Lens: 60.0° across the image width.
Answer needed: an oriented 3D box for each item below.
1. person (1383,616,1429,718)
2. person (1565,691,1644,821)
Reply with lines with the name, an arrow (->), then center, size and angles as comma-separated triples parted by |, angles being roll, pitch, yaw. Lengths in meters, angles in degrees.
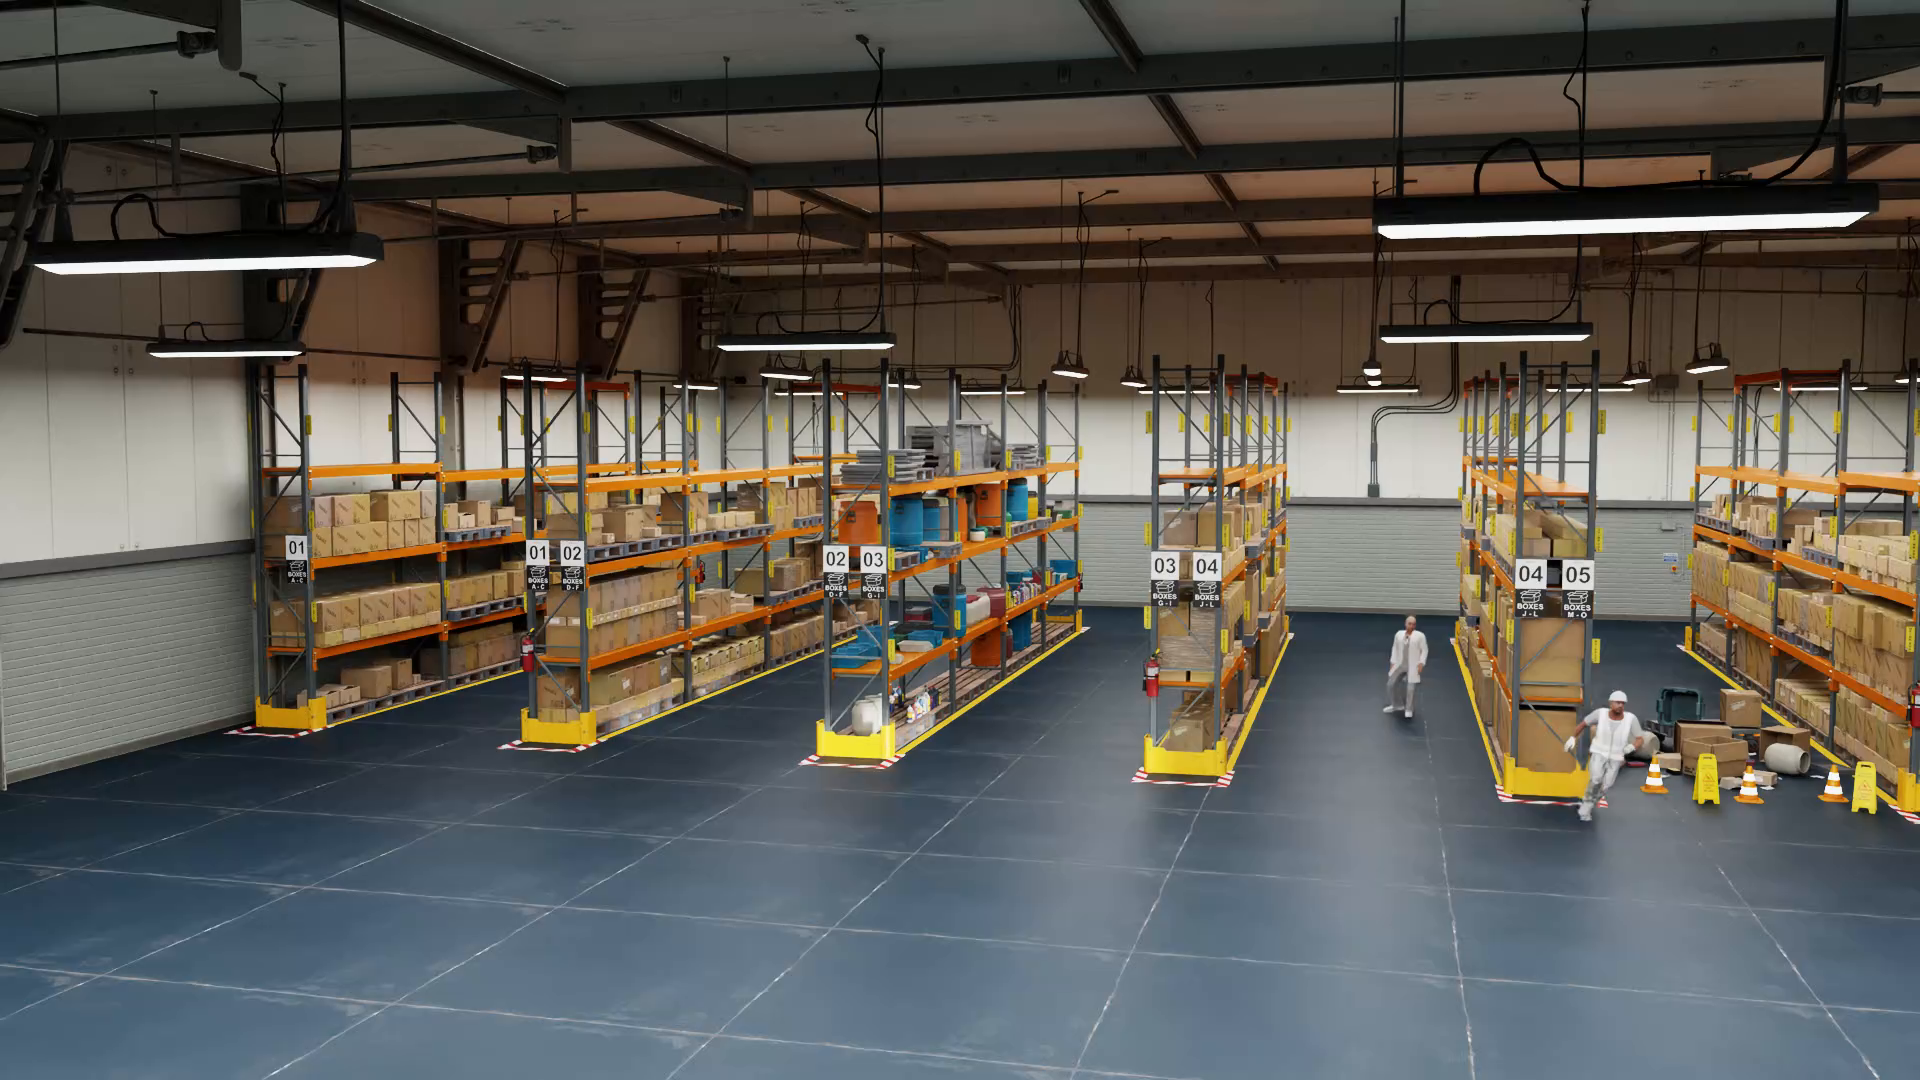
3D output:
person -> 7.593, 2.168, 28.416 | 0.823, 1.743, 0.610 | 3, 5, 34
person -> 8.136, 2.729, 20.918 | 0.864, 1.688, 0.723 | 0, 4, 6
